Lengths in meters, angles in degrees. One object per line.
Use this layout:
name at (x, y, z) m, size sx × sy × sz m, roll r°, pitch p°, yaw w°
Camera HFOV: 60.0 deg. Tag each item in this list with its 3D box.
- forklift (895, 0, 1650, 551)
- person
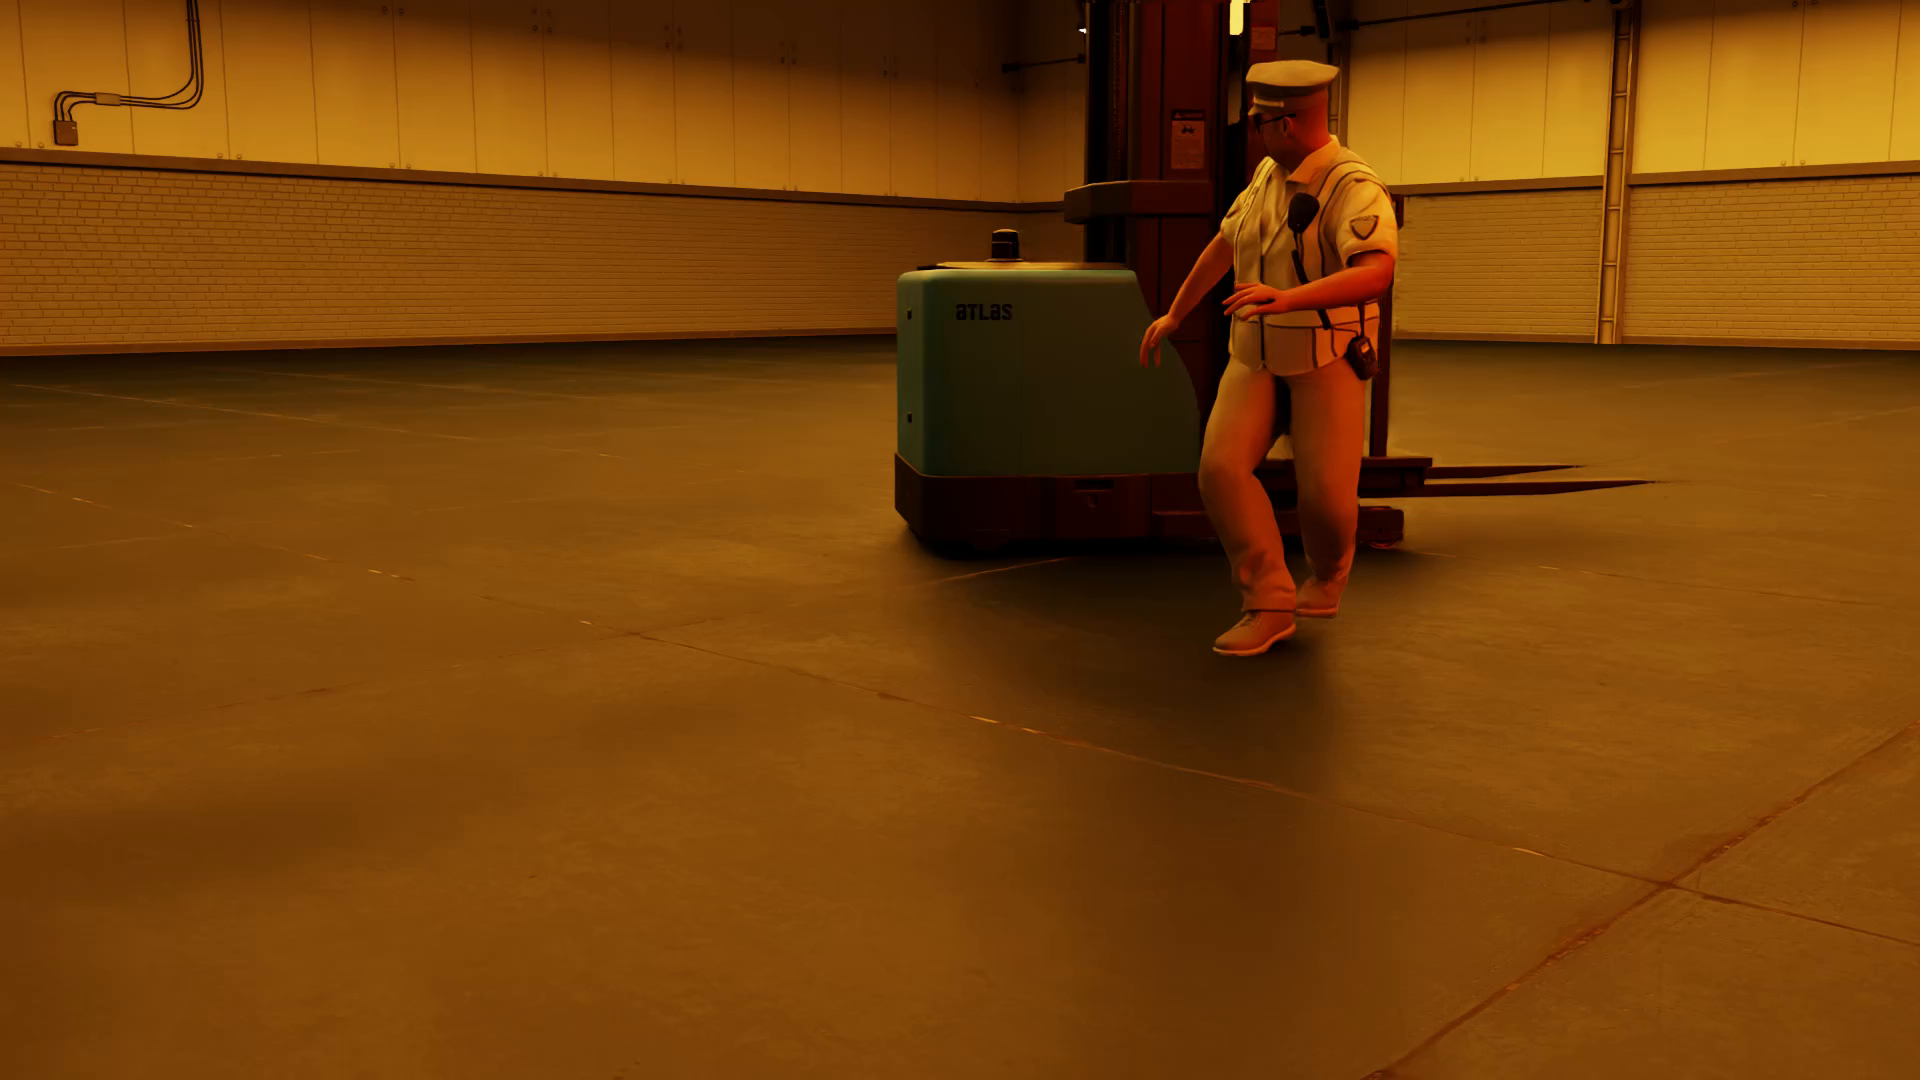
forklift at (1.283, -1.483, 6.725) m, size 3.031 × 2.935 × 1.130 m, roll -1°, pitch 9°, yaw -9°
person at (0.832, -0.516, 4.707) m, size 0.886 × 1.637 × 0.852 m, roll 8°, pitch 11°, yaw 41°
